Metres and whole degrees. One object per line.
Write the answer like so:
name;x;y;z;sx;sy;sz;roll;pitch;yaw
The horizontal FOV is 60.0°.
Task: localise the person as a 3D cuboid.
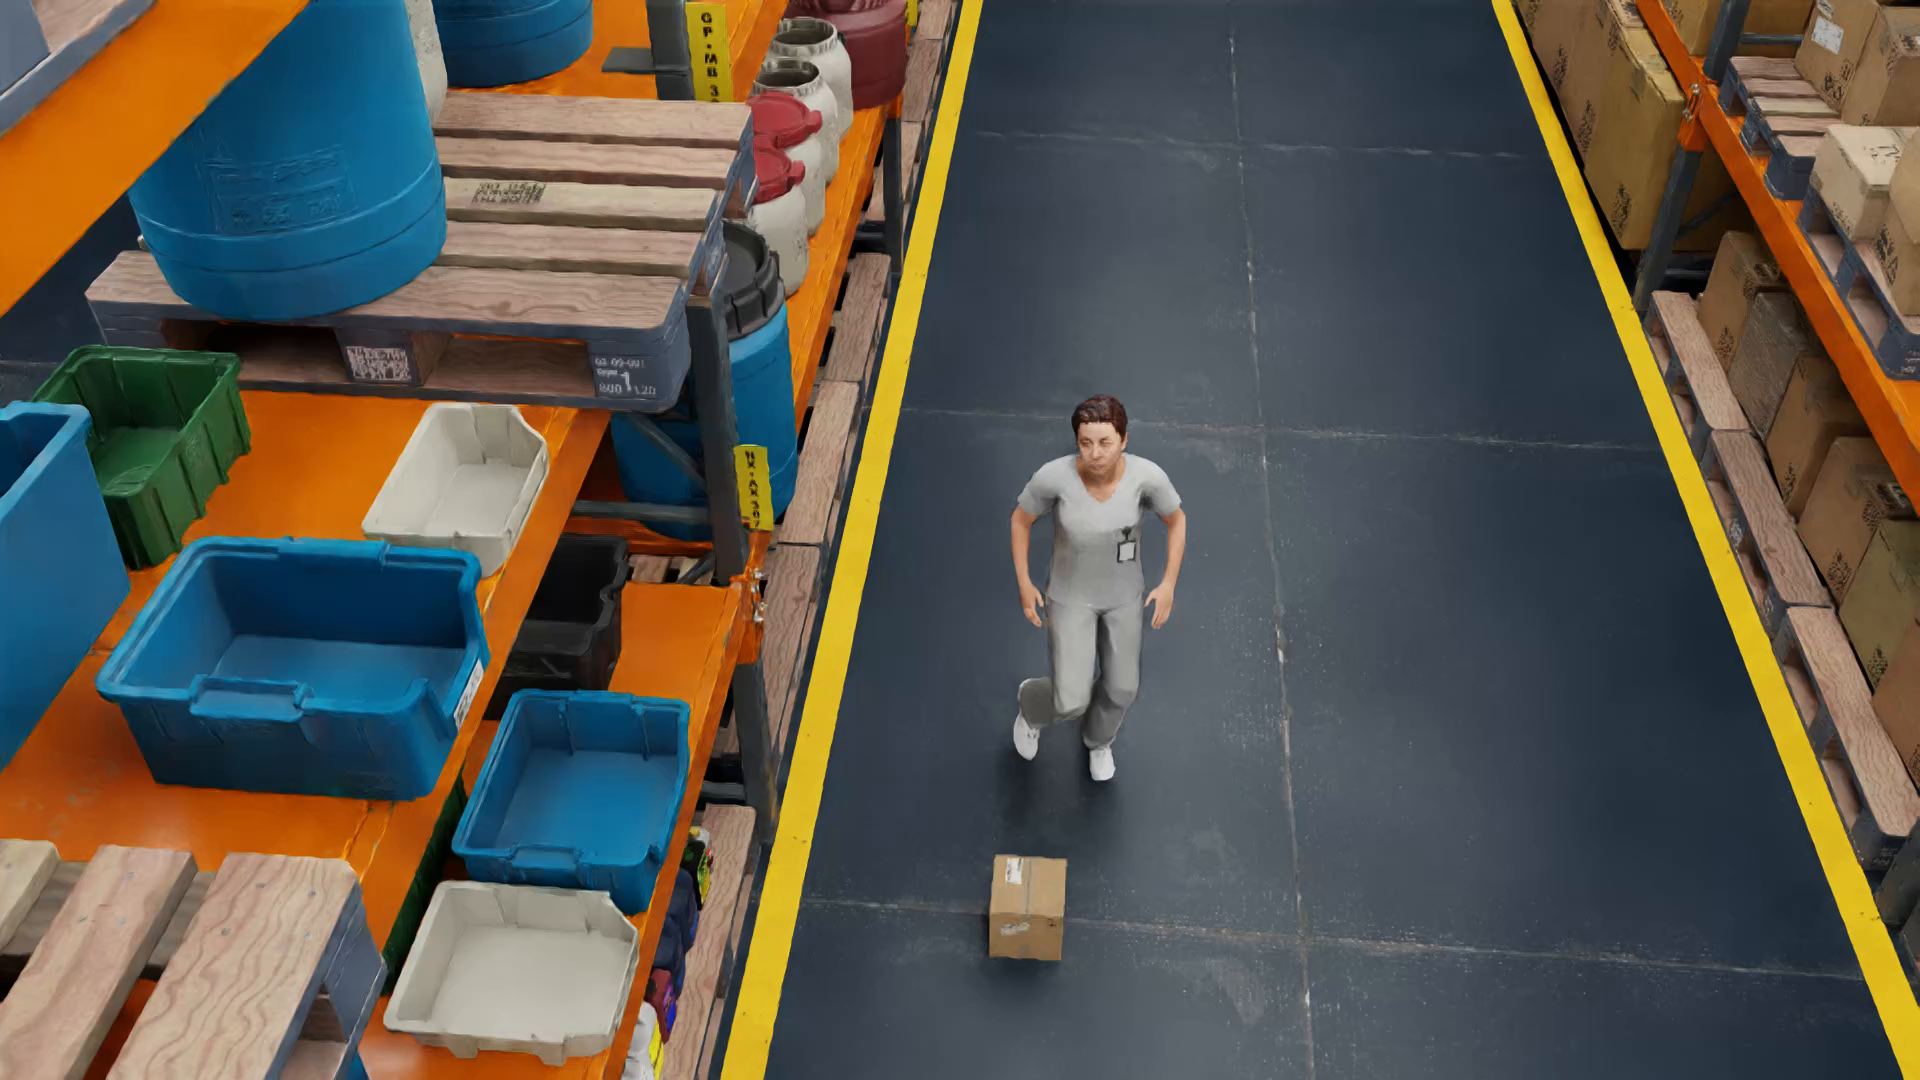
person;0.506;0.229;5.935;0.612;1.618;0.469;-7;41;-8
